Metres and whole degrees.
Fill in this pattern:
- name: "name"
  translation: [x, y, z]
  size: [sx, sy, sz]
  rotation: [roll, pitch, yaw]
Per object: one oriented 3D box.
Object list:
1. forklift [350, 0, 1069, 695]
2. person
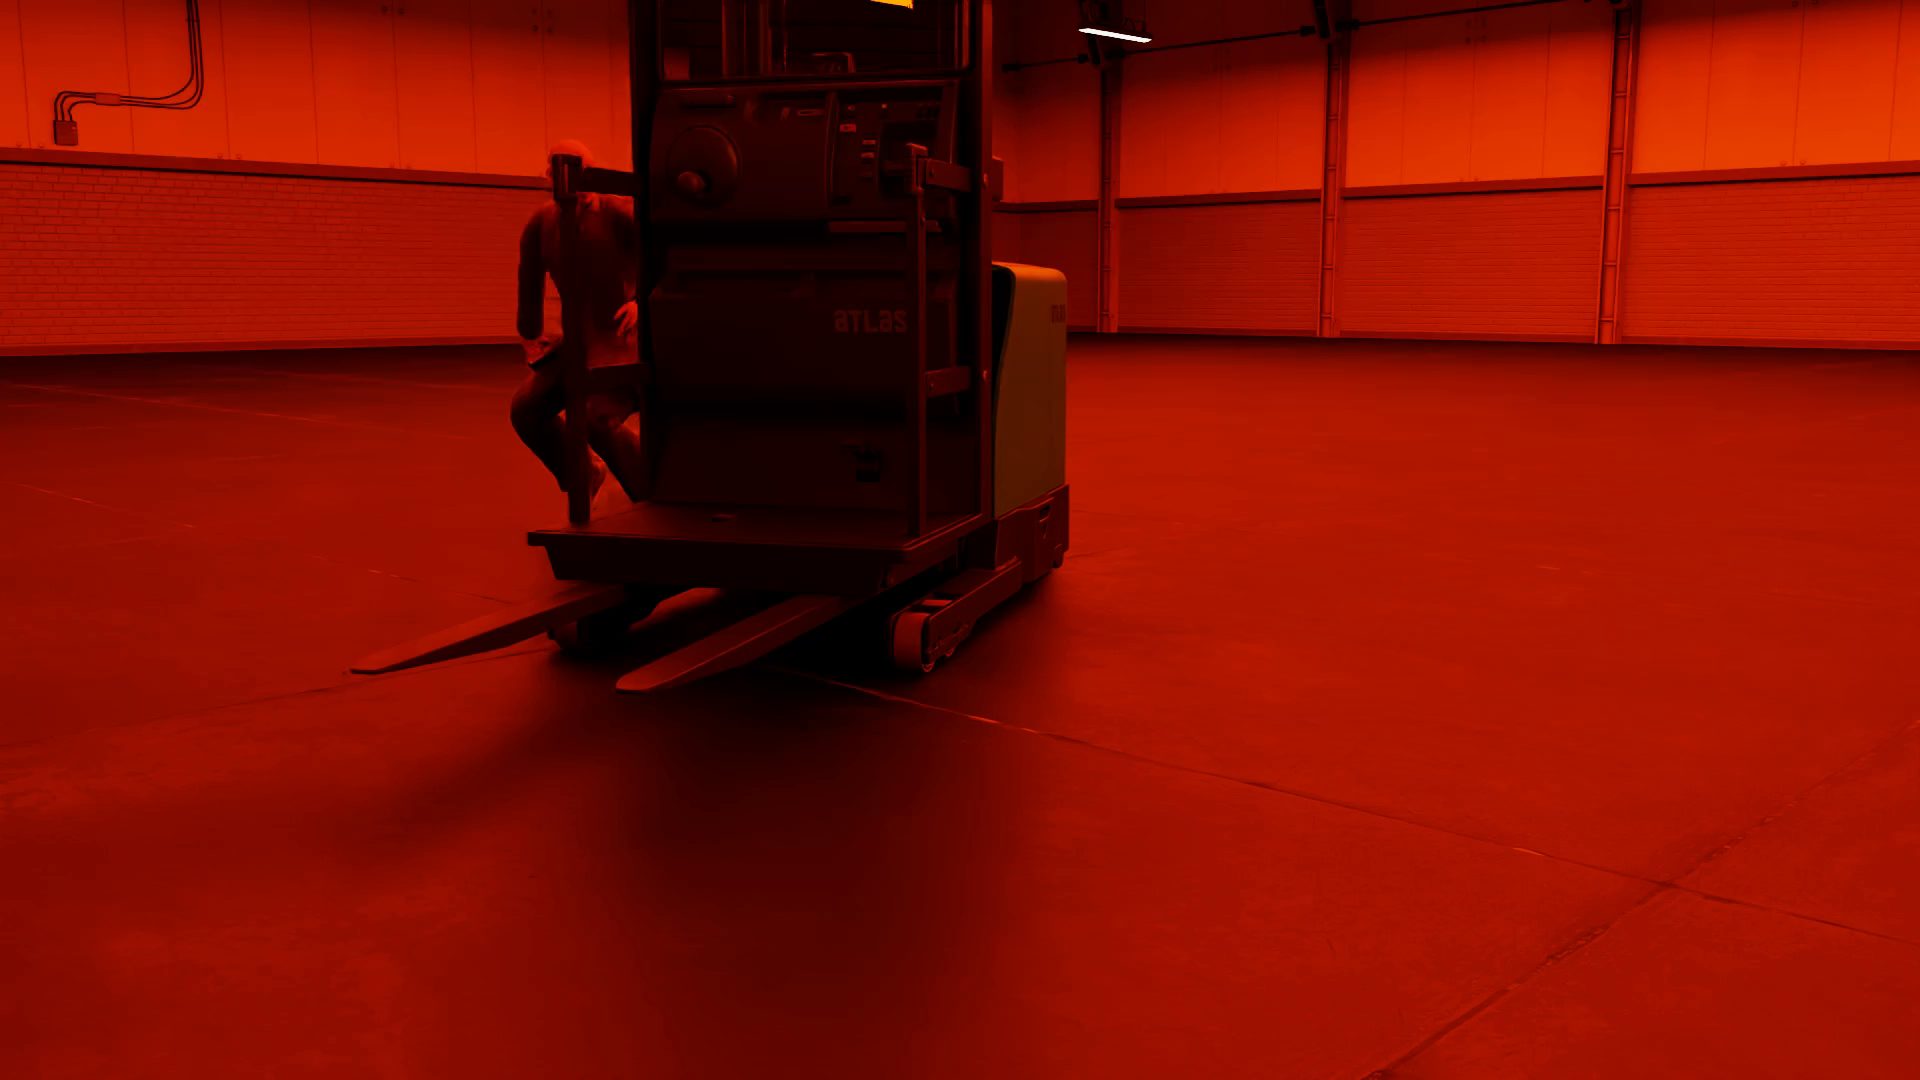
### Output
- name: "forklift"
  translation: [-0.513, -1.131, 4.597]
  size: [1.129, 2.867, 3.031]
  rotation: [3, 9, 16]
- name: "person"
  translation: [-1.555, -0.792, 6.887]
  size: [1.034, 1.670, 0.509]
  rotation: [6, 10, 34]
